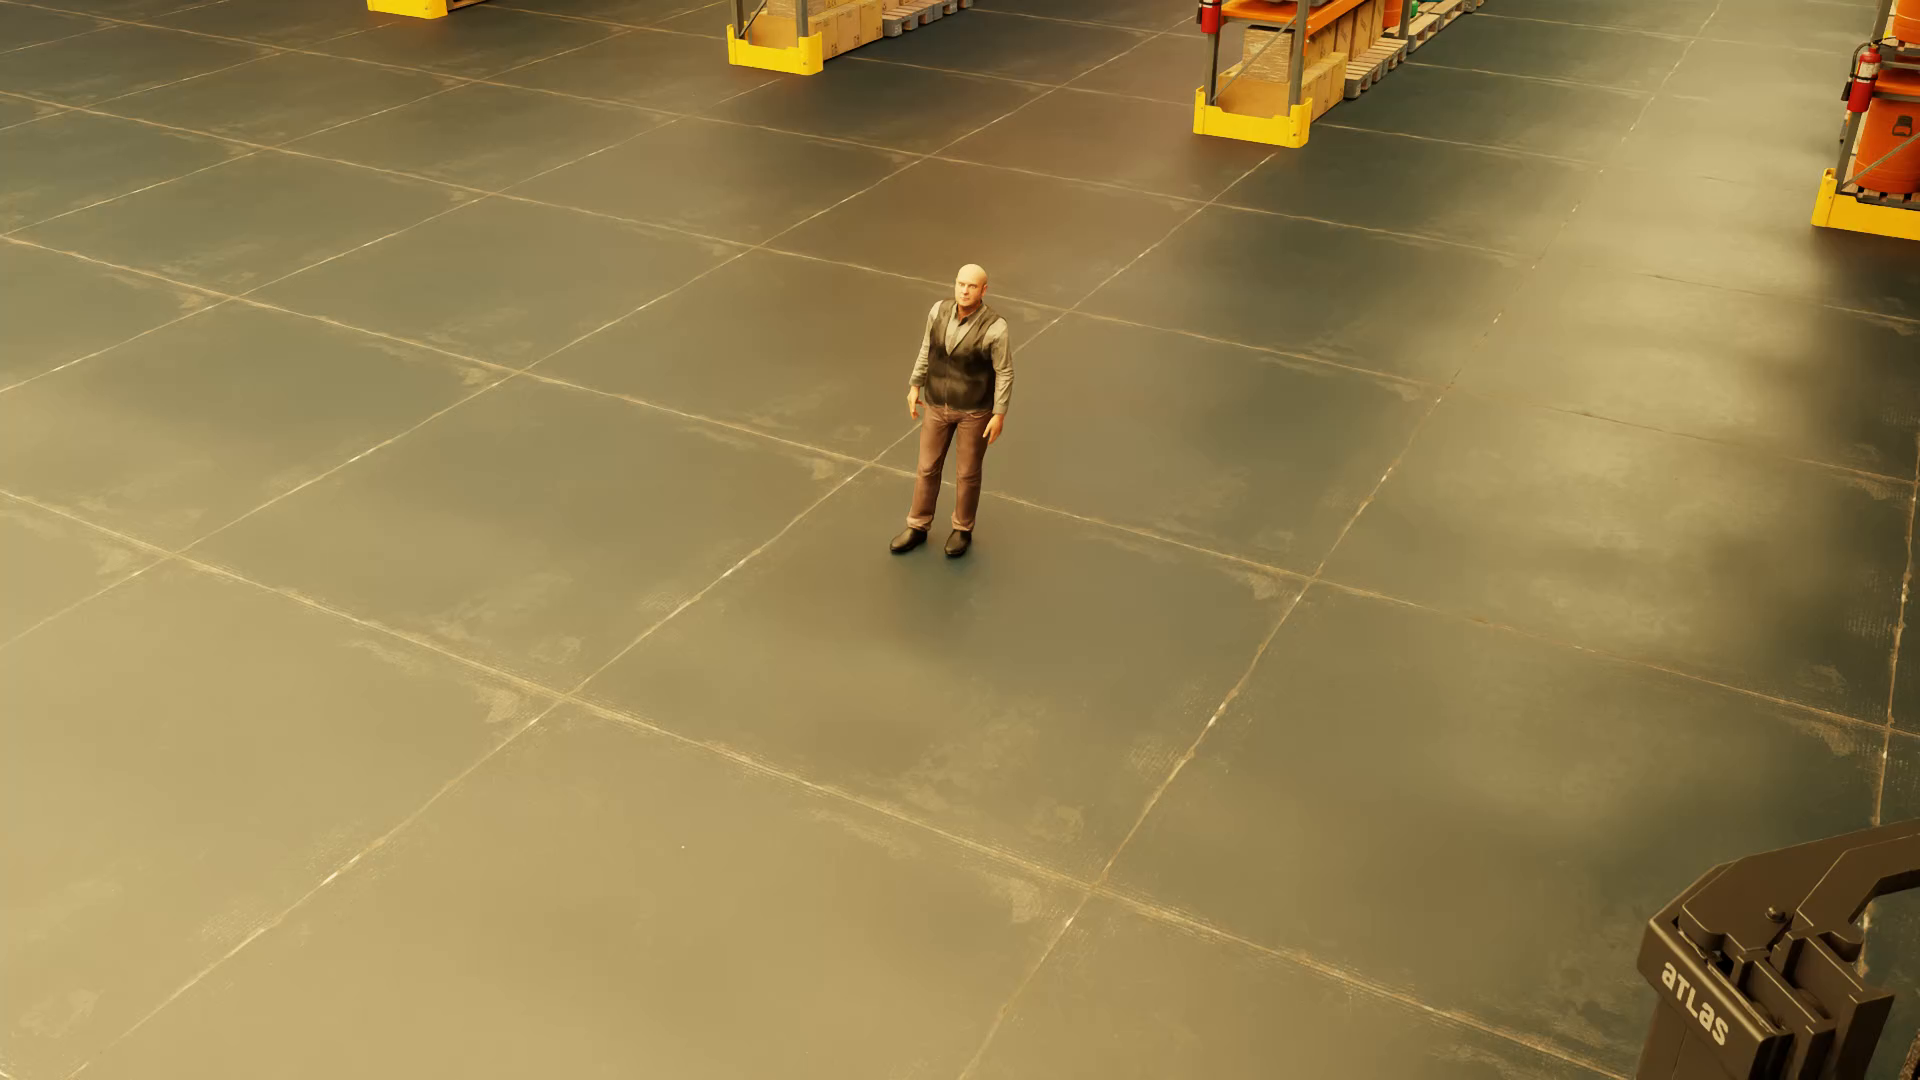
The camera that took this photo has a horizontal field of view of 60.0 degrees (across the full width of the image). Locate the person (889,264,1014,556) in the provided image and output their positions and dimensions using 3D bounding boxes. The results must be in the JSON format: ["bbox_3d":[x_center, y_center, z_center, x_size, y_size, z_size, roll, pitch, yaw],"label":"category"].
[{"bbox_3d":[-0.037,-0.727,9.526,0.632,1.720,0.568,15,33,25],"label":"person"}]

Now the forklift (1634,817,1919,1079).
[{"bbox_3d":[1.961,2.153,3.340,1.130,2.935,3.031,-8,31,-14],"label":"forklift"}]
